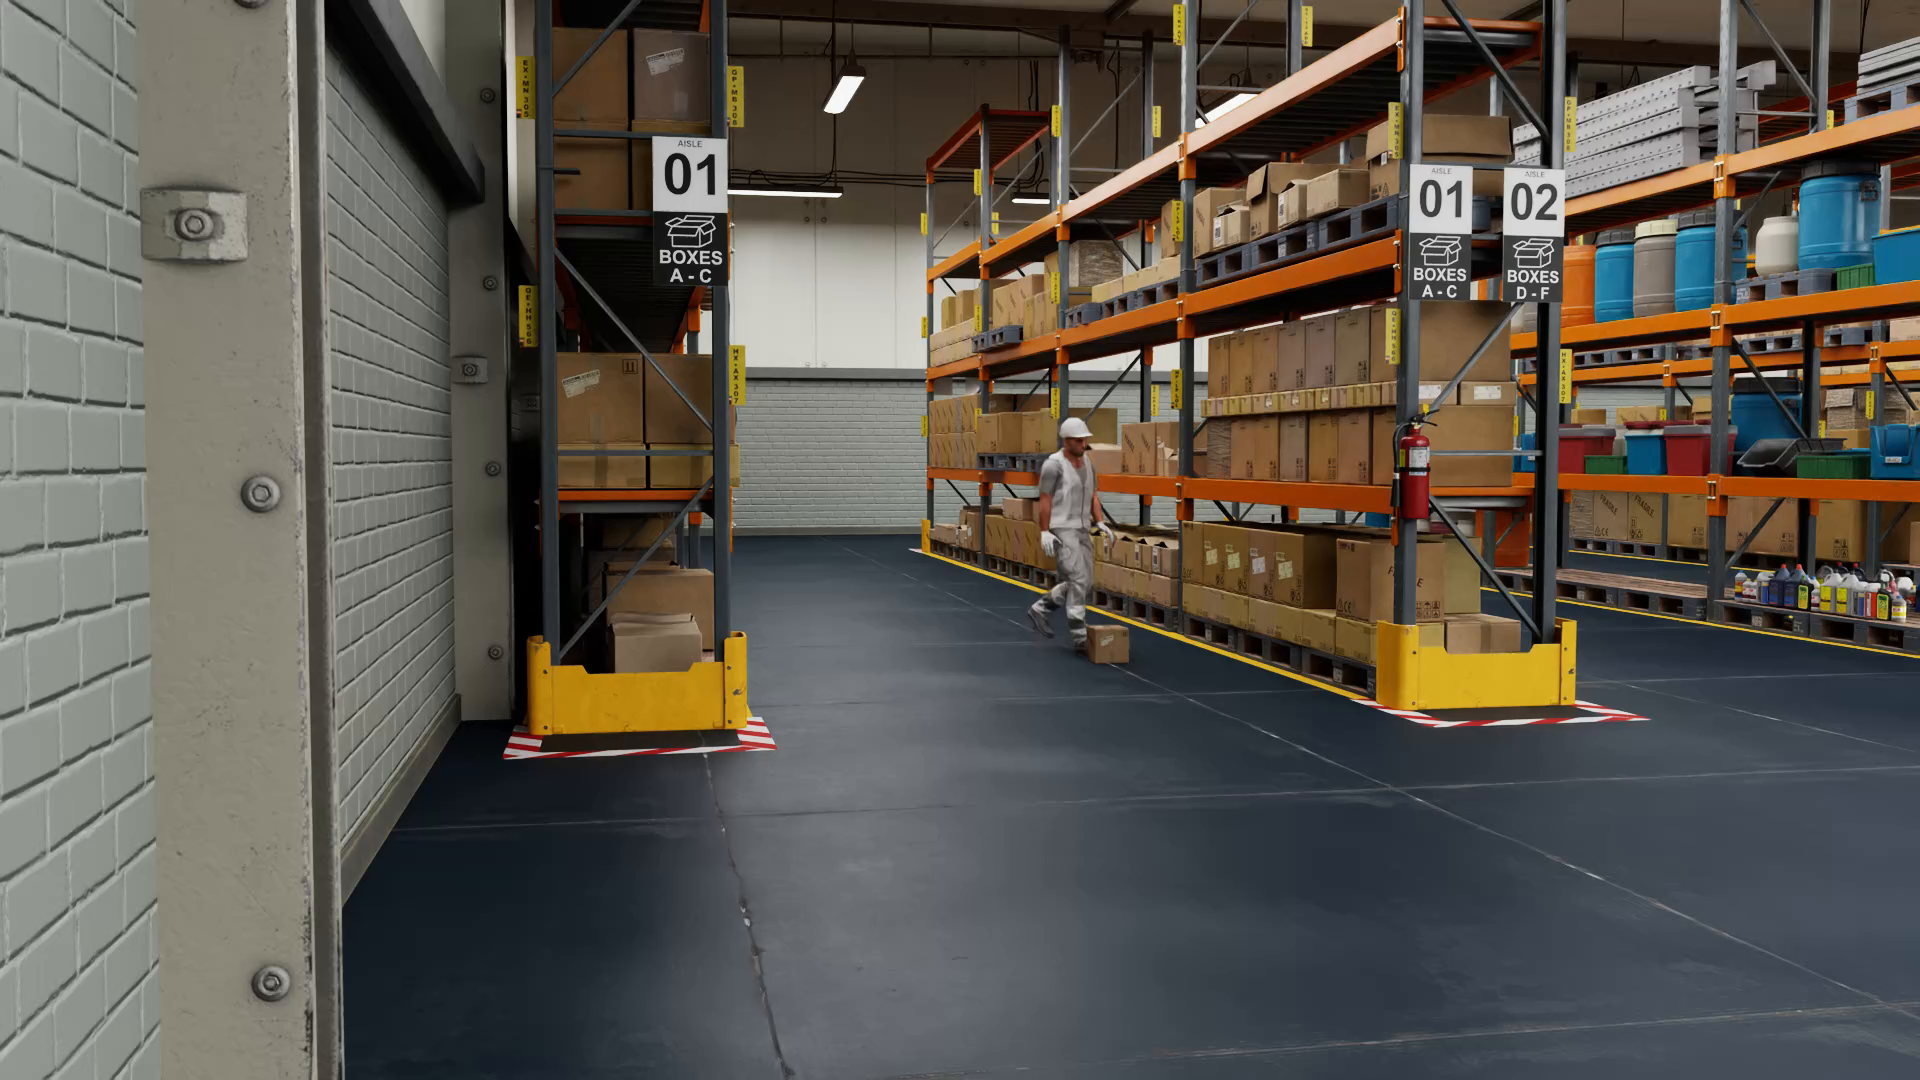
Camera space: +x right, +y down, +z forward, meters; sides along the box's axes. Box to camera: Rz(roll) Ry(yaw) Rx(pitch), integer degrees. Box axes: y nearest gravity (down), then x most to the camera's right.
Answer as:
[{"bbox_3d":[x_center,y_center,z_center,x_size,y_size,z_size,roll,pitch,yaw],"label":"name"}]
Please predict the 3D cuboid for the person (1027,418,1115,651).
[{"bbox_3d":[0.803,-0.046,12.636,0.832,1.760,0.552,2,4,40],"label":"person"}]
